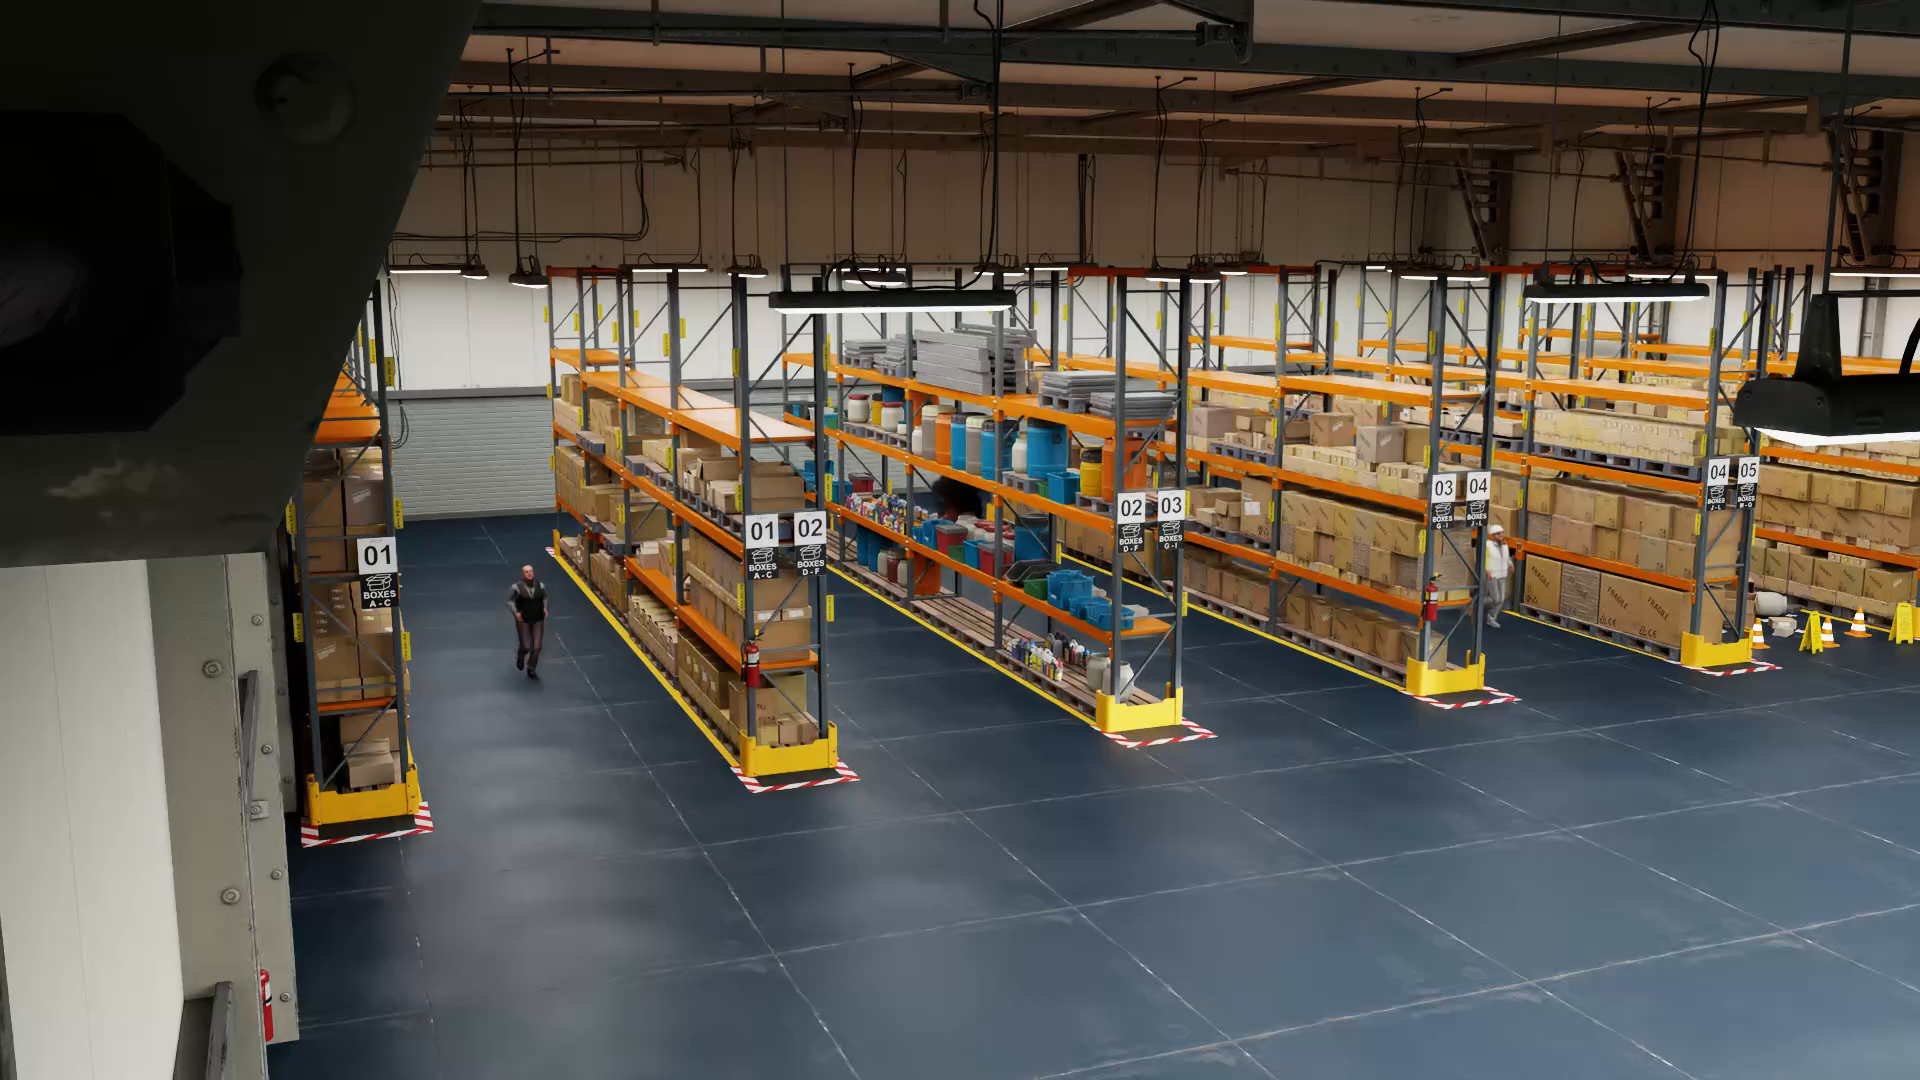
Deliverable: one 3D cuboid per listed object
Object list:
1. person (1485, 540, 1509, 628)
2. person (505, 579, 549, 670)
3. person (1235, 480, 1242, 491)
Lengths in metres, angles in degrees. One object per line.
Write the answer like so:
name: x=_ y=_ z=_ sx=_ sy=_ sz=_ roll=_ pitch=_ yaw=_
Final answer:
person: x=9.050 y=0.704 z=28.291 sx=0.456 sy=1.527 sz=0.520 roll=-4 pitch=11 yaw=-23
person: x=-6.429 y=1.278 z=24.874 sx=0.643 sy=1.425 sz=0.490 roll=-6 pitch=12 yaw=-30
person: x=6.976 y=-1.493 z=41.216 sx=0.544 sy=1.507 sz=0.592 roll=-8 pitch=13 yaw=-39
